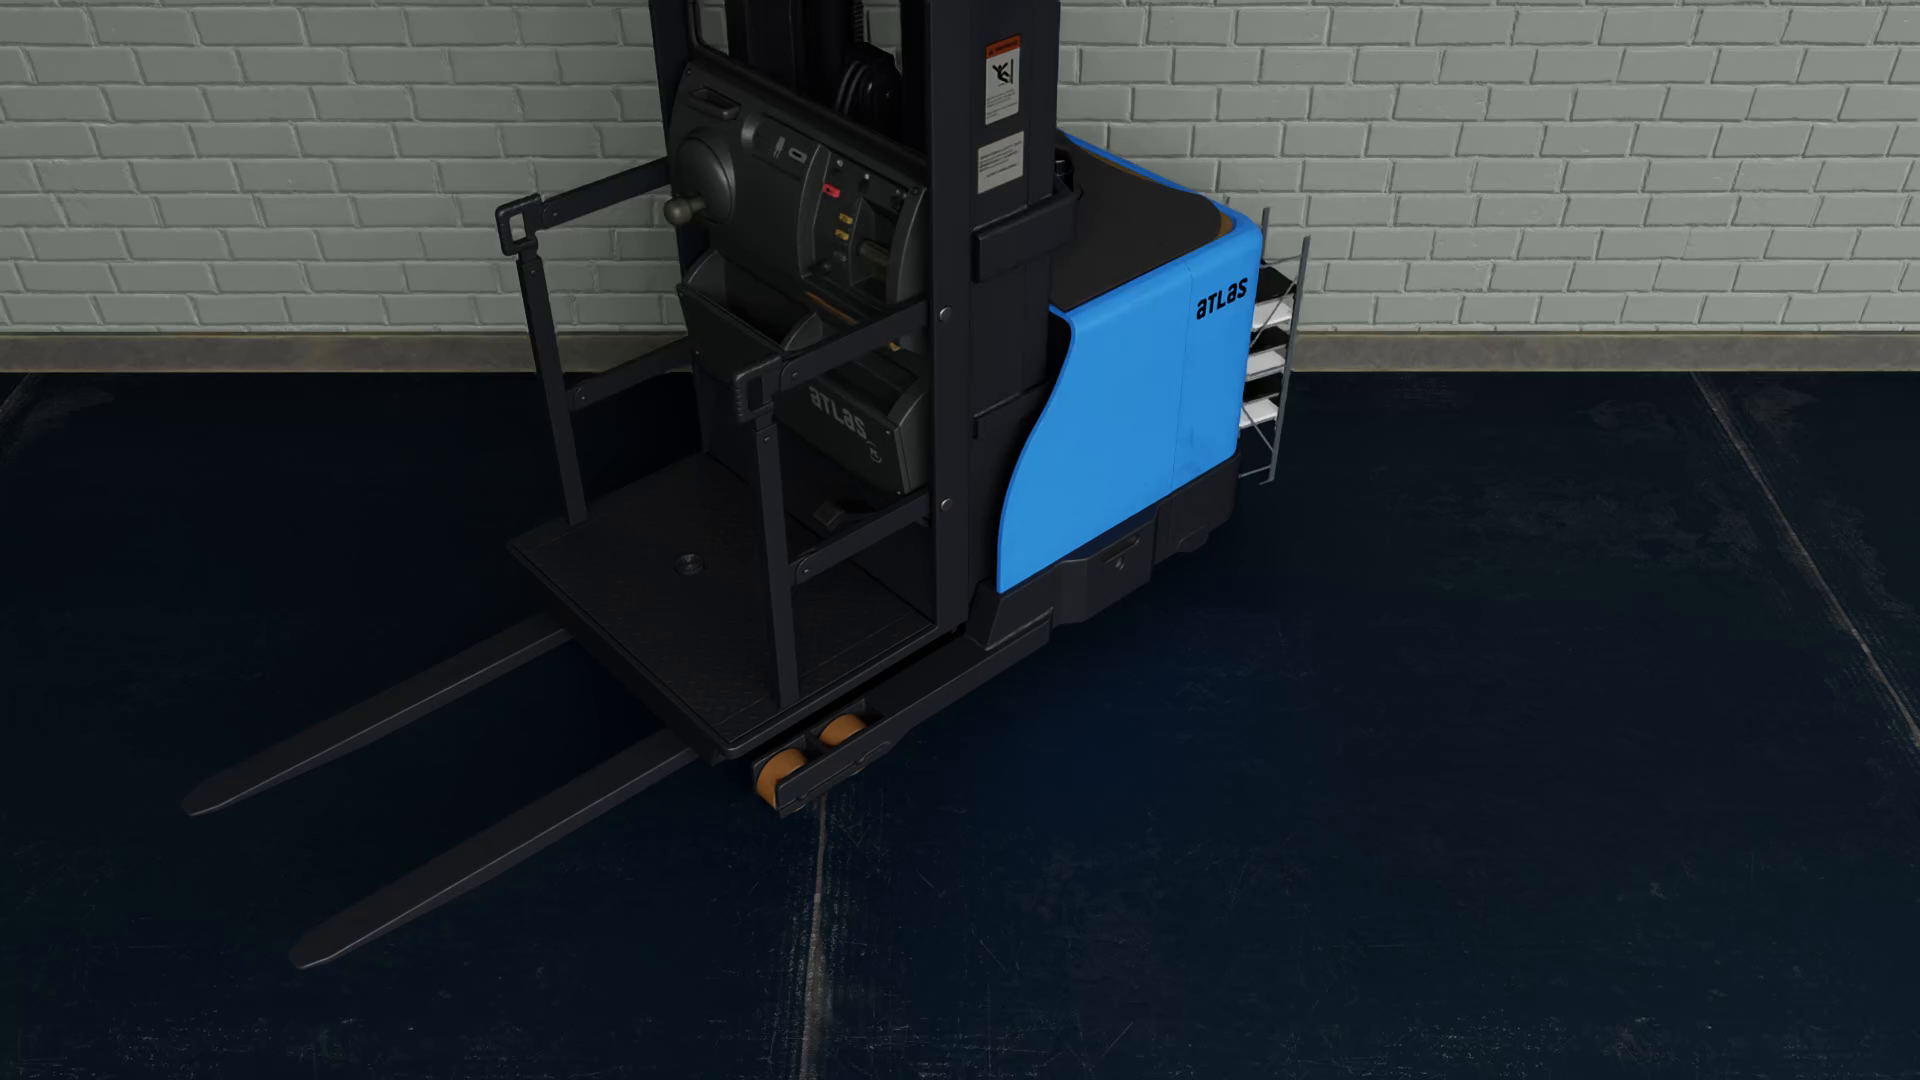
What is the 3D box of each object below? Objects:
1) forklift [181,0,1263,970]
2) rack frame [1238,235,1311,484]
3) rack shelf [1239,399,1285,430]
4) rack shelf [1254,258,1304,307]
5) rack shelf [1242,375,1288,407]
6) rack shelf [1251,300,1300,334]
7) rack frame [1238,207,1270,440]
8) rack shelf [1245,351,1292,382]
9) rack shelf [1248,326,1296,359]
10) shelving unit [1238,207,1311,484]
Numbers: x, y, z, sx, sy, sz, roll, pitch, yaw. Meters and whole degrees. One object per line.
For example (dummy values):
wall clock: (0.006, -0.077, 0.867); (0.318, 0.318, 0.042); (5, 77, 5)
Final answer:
forklift: (-0.568, -0.801, 3.905); (3.031, 2.935, 1.130); (-29, 47, -31)
rack frame: (0.932, -0.518, 5.175); (0.240, 0.900, 0.006); (-18, 42, -21)
rack shelf: (0.884, -0.407, 5.378); (0.258, 0.077, 0.200); (-18, 42, -21)
rack shelf: (0.886, -0.759, 5.098); (0.258, 0.077, 0.200); (-18, 42, -21)
rack shelf: (0.884, -0.477, 5.322); (0.258, 0.077, 0.200); (-18, 42, -21)
rack shelf: (0.885, -0.689, 5.154); (0.258, 0.077, 0.200); (-18, 42, -21)
rack frame: (0.837, -0.630, 5.315); (0.240, 0.900, 0.006); (-18, 42, -21)
rack shelf: (0.884, -0.548, 5.266); (0.258, 0.077, 0.200); (-18, 42, -21)
rack shelf: (0.885, -0.618, 5.210); (0.258, 0.077, 0.200); (-18, 42, -21)
shelving unit: (0.885, -0.574, 5.245); (0.258, 0.900, 0.210); (-18, 42, -21)
